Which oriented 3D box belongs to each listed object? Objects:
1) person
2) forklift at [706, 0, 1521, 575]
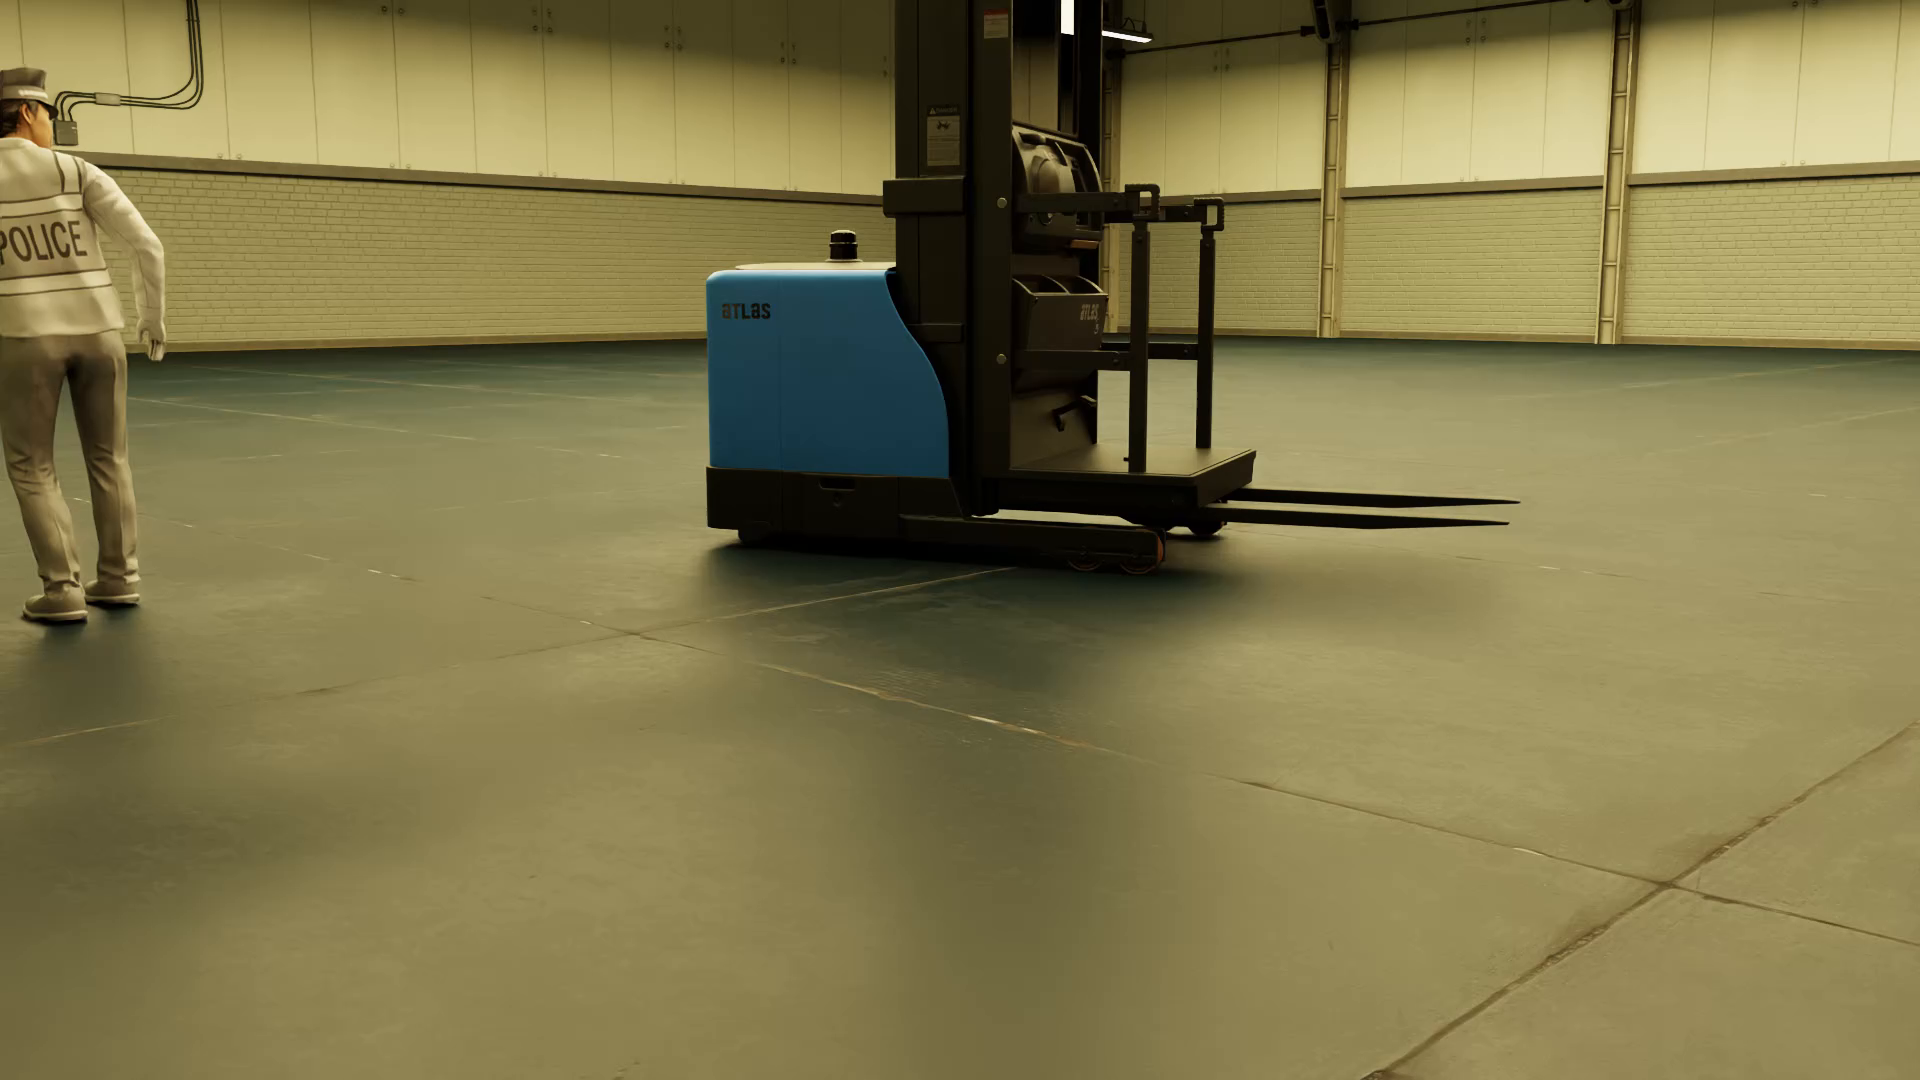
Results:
[{"bbox_3d":[-2.809,-0.589,5.090,0.693,1.654,0.468,-7,11,-39],"label":"person"},{"bbox_3d":[0.565,-1.416,6.275,3.031,2.935,1.130,3,9,22],"label":"forklift"}]
